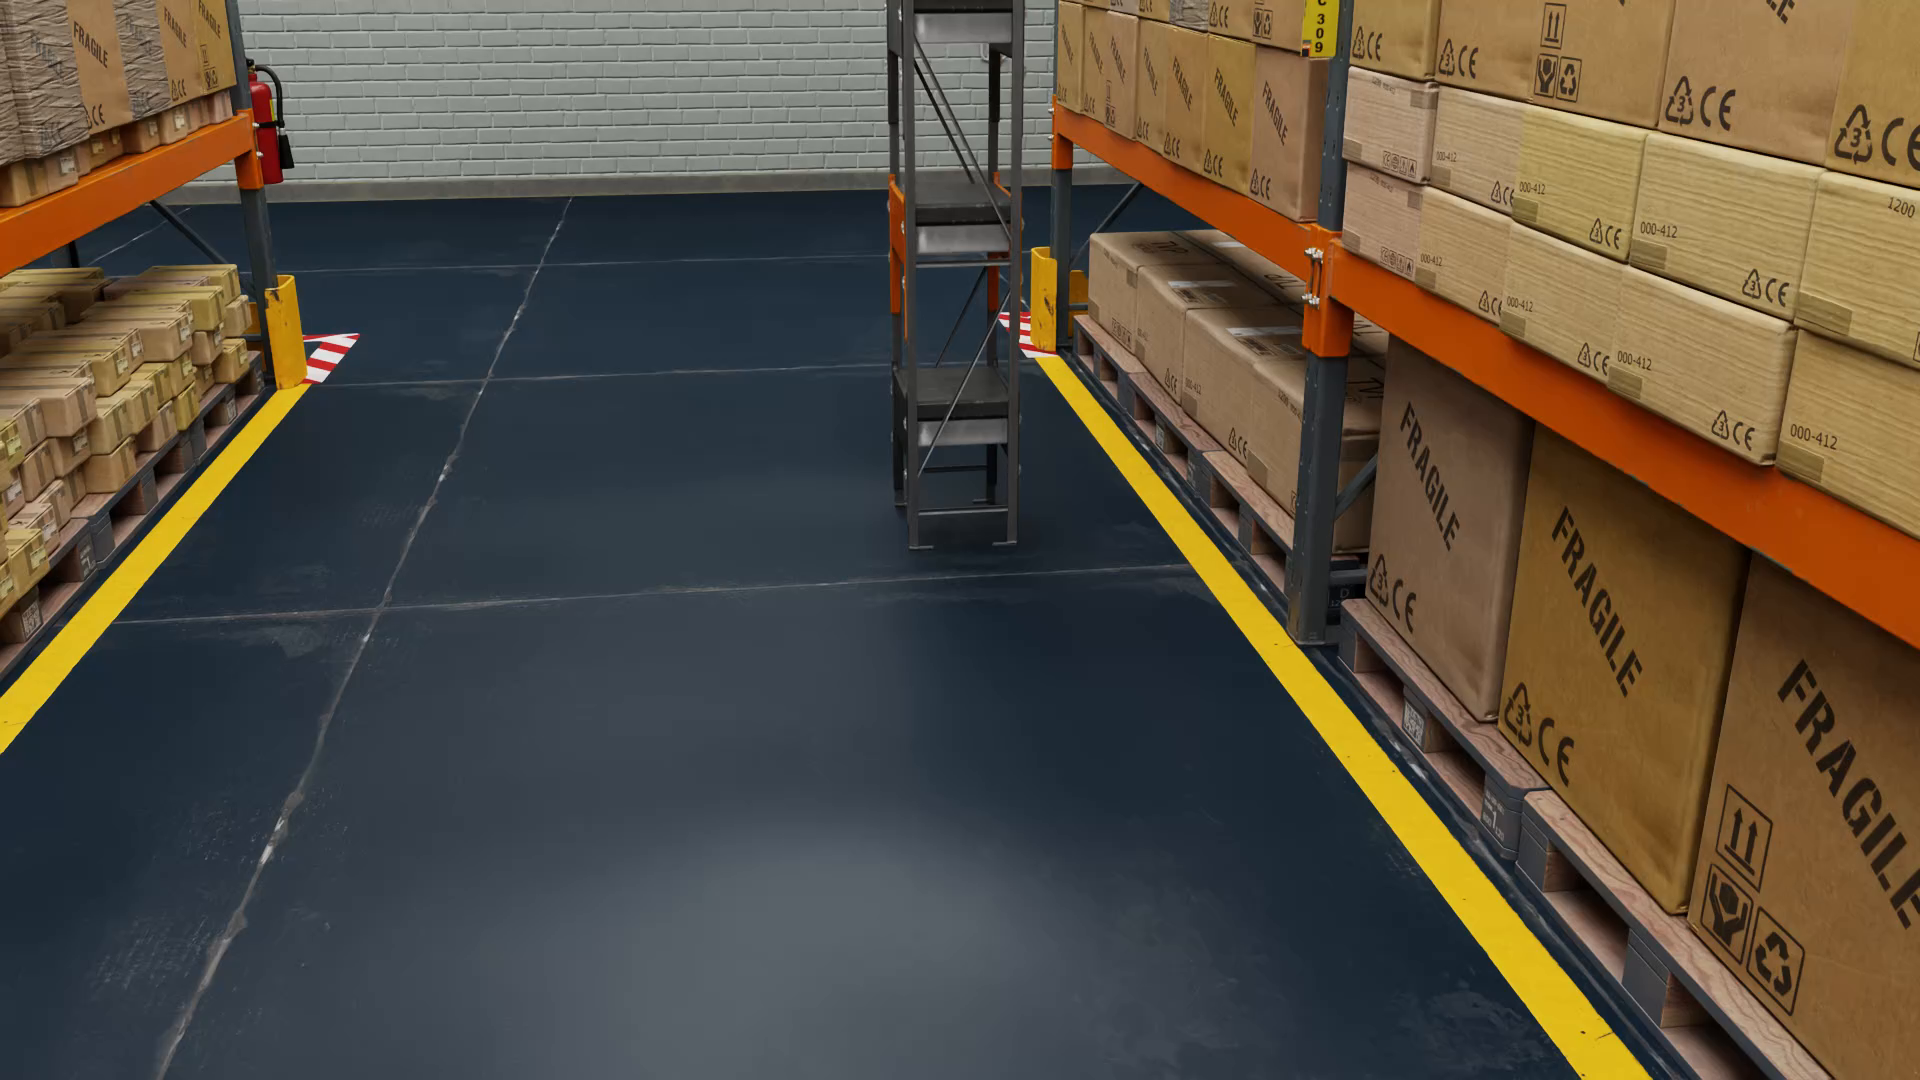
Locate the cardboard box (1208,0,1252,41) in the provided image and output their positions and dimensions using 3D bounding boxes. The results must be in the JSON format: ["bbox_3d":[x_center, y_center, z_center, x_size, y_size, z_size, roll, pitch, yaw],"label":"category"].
[{"bbox_3d":[1.156,-1.948,5.572,0.500,0.500,0.500,-3,21,-9],"label":"cardboard box"}]

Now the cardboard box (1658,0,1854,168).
[{"bbox_3d":[1.593,-0.928,2.842,0.500,0.500,0.500,-3,21,-9],"label":"cardboard box"}]

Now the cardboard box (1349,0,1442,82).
[{"bbox_3d":[1.341,-1.455,4.253,0.500,0.500,0.500,-3,21,-7],"label":"cardboard box"}]

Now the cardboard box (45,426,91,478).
[{"bbox_3d":[-3.305,-0.320,5.835,0.380,0.149,0.250,-2,21,-5],"label":"cardboard box"}]

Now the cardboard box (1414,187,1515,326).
[{"bbox_3d":[1.441,-0.692,3.996,0.500,0.250,0.500,-3,21,-9],"label":"cardboard box"}]

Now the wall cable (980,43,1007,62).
[{"bbox_3d":[0.150,-4.933,13.641,0.585,1.953,0.123,-3,21,-8],"label":"wall cable"}]

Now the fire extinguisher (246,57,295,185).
[{"bbox_3d":[-3.478,-2.107,8.213,0.296,0.674,0.183,-3,21,-8],"label":"fire extinguisher"}]

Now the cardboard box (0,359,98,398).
[{"bbox_3d":[-3.369,-0.547,6.017,0.380,0.149,0.250,-4,21,-10],"label":"cardboard box"}]

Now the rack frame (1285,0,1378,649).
[{"bbox_3d":[1.562,-1.107,4.892,1.000,3.000,0.127,-3,21,-8],"label":"rack frame"}]

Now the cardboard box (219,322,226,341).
[{"bbox_3d":[-3.555,-0.946,7.511,0.380,0.149,0.250,-3,21,-9],"label":"cardboard box"}]

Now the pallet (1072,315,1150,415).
[{"bbox_3d":[1.179,-0.912,8.358,1.003,0.211,1.213,-3,21,-8],"label":"pallet"}]

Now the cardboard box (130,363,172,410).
[{"bbox_3d":[-3.357,-0.591,6.561,0.380,0.149,0.250,-2,21,-5],"label":"cardboard box"}]

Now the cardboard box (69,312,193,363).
[{"bbox_3d":[-3.360,-0.820,6.749,0.380,0.149,0.250,-2,21,-6],"label":"cardboard box"}]

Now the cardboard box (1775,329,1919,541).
[{"bbox_3d":[1.663,-0.165,2.585,0.500,0.250,0.500,-3,21,-8],"label":"cardboard box"}]

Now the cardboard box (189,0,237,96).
[{"bbox_3d":[-3.578,-2.251,7.387,0.500,0.500,0.500,-2,21,-7],"label":"cardboard box"}]

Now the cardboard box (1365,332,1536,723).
[{"bbox_3d":[1.731,-0.098,4.627,0.875,0.875,0.875,-2,21,-6],"label":"cardboard box"}]

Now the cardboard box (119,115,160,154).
[{"bbox_3d":[-3.453,-1.637,6.671,0.380,0.149,0.250,-4,21,-10],"label":"cardboard box"}]

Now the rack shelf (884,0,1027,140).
[{"bbox_3d":[-0.024,-1.684,5.762,0.431,0.518,0.480,-3,21,-8],"label":"rack shelf"}]

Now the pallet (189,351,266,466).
[{"bbox_3d":[-3.805,-0.591,7.498,1.003,0.211,1.213,-3,21,-8],"label":"pallet"}]

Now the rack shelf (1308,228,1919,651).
[{"bbox_3d":[1.851,-0.077,3.164,1.077,0.370,4.000,-3,21,-8],"label":"rack shelf"}]

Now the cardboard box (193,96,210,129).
[{"bbox_3d":[-3.573,-1.903,7.383,0.380,0.149,0.250,-3,21,-8],"label":"cardboard box"}]

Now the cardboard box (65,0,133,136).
[{"bbox_3d":[-3.365,-1.724,5.976,0.500,0.500,0.500,-2,21,-5],"label":"cardboard box"}]

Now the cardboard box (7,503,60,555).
[{"bbox_3d":[-3.182,-0.001,5.407,0.380,0.149,0.250,-3,21,-8],"label":"cardboard box"}]

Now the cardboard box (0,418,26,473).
[{"bbox_3d":[-3.232,-0.275,5.290,0.380,0.149,0.250,-3,21,-9],"label":"cardboard box"}]

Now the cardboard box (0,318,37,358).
[{"bbox_3d":[-3.942,-0.787,6.661,0.380,0.149,0.250,-2,21,-6],"label":"cardboard box"}]

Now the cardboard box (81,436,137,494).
[{"bbox_3d":[-3.283,-0.273,6.134,0.380,0.149,0.250,-3,21,-9],"label":"cardboard box"}]

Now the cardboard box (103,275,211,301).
[{"bbox_3d":[-3.591,-1.087,7.462,0.380,0.149,0.250,-3,21,-7],"label":"cardboard box"}]

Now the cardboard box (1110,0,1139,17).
[{"bbox_3d":[0.936,-2.470,6.970,0.500,0.500,0.500,-3,21,-8],"label":"cardboard box"}]

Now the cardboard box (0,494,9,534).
[{"bbox_3d":[-3.182,-0.047,5.105,0.380,0.149,0.250,-3,21,-7],"label":"cardboard box"}]

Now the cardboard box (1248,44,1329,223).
[{"bbox_3d":[1.243,-1.301,5.270,0.500,0.500,0.500,-3,21,-7],"label":"cardboard box"}]

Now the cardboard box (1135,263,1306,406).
[{"bbox_3d":[1.320,-0.948,7.530,0.875,0.438,0.875,-2,21,-6],"label":"cardboard box"}]

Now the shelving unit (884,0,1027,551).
[{"bbox_3d":[-0.024,-1.041,6.002,0.431,2.100,0.503,-3,21,-8],"label":"shelving unit"}]

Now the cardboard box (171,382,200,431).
[{"bbox_3d":[-3.378,-0.547,6.868,0.380,0.149,0.250,-4,21,-10],"label":"cardboard box"}]

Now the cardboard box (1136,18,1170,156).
[{"bbox_3d":[1.016,-1.835,6.698,0.500,0.500,0.500,-2,21,-6],"label":"cardboard box"}]

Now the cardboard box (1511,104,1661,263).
[{"bbox_3d":[1.496,-0.749,3.434,0.500,0.250,0.500,-3,21,-7],"label":"cardboard box"}]

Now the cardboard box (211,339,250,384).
[{"bbox_3d":[-3.478,-0.813,7.579,0.380,0.149,0.250,-2,21,-6],"label":"cardboard box"}]

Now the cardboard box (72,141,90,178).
[{"bbox_3d":[-3.361,-1.363,5.938,0.380,0.149,0.250,-2,21,-6],"label":"cardboard box"}]

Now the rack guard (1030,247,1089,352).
[{"bbox_3d":[0.982,-1.329,9.060,1.175,0.500,0.348,-3,21,-8],"label":"rack guard"}]

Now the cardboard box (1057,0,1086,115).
[{"bbox_3d":[0.771,-2.358,8.099,0.500,0.500,0.500,-3,21,-8],"label":"cardboard box"}]

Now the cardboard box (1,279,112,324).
[{"bbox_3d":[-4.000,-1.059,7.389,0.380,0.149,0.250,-3,21,-7],"label":"cardboard box"}]
